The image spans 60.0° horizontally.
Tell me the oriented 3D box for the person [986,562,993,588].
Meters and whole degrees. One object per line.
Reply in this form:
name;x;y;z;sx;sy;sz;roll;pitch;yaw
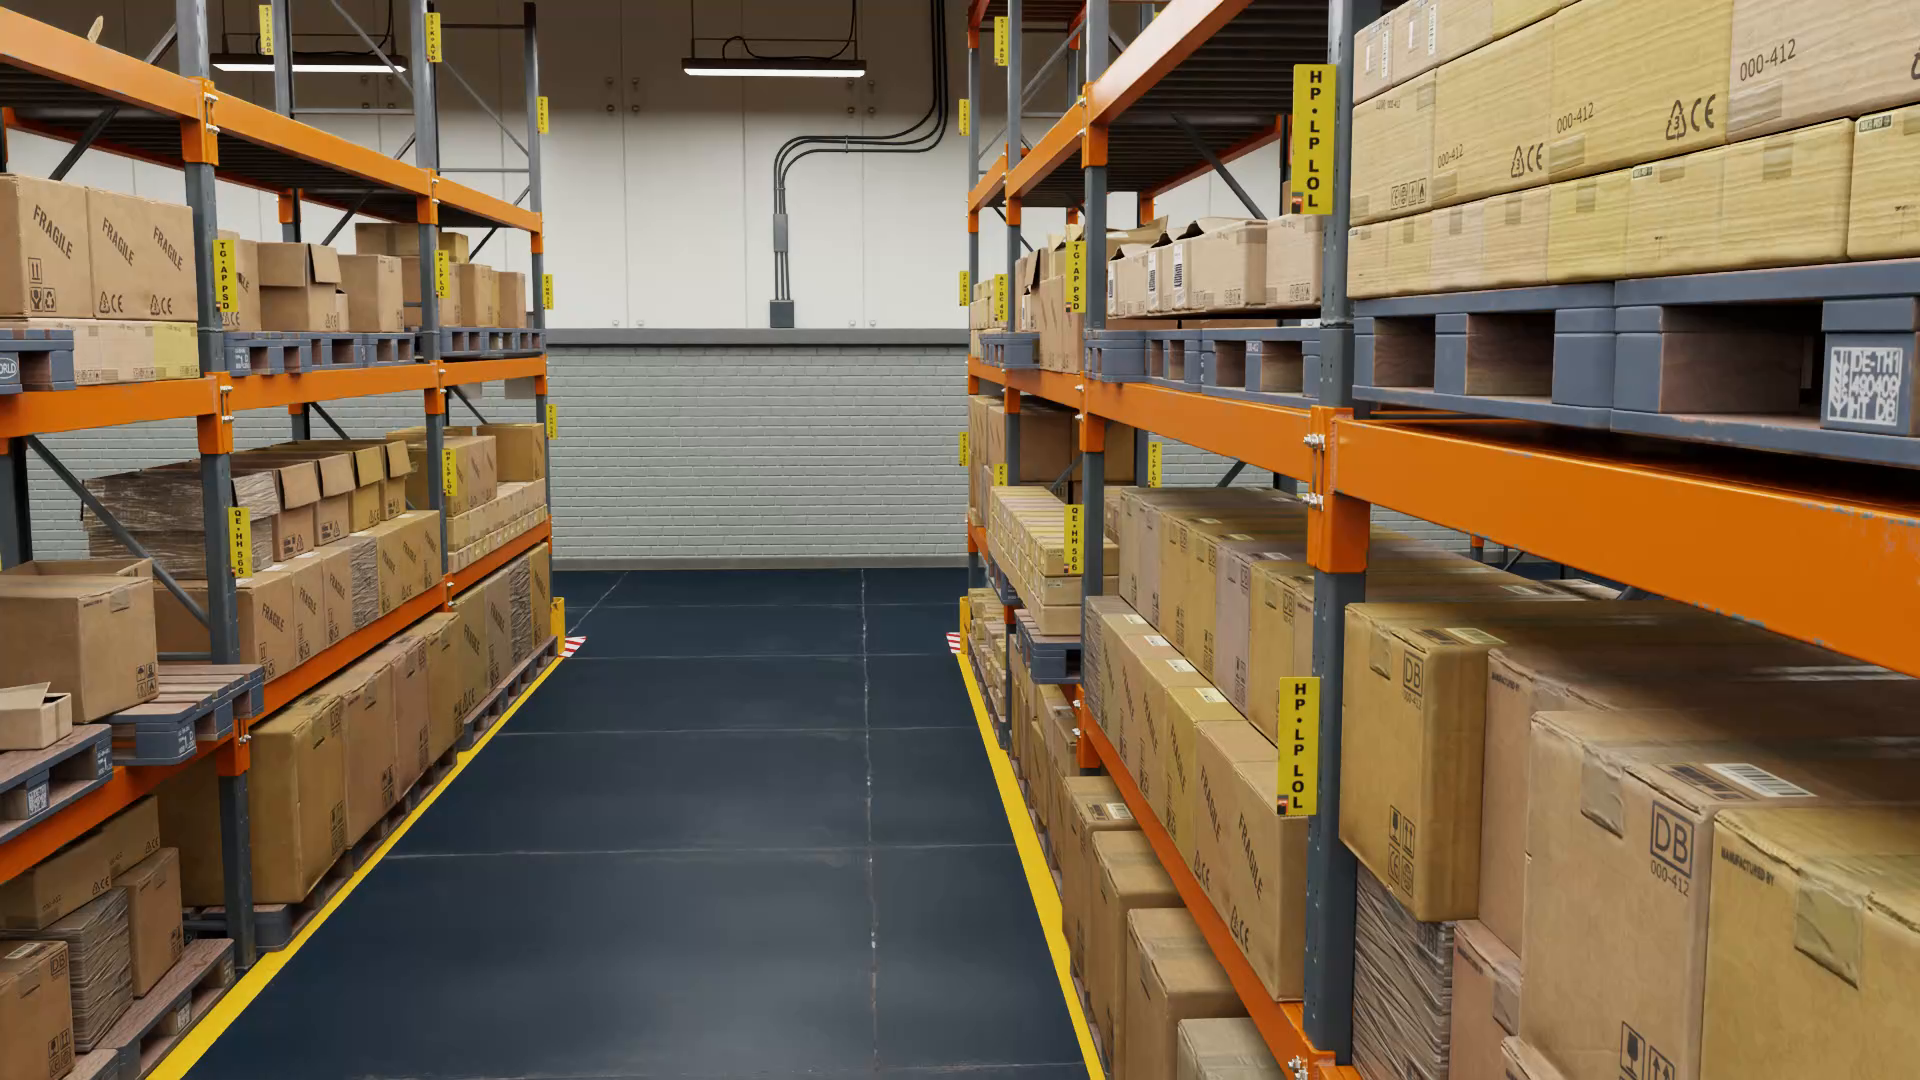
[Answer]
person;0.453;0.017;17.673;0.437;1.677;0.359;0;7;-2
